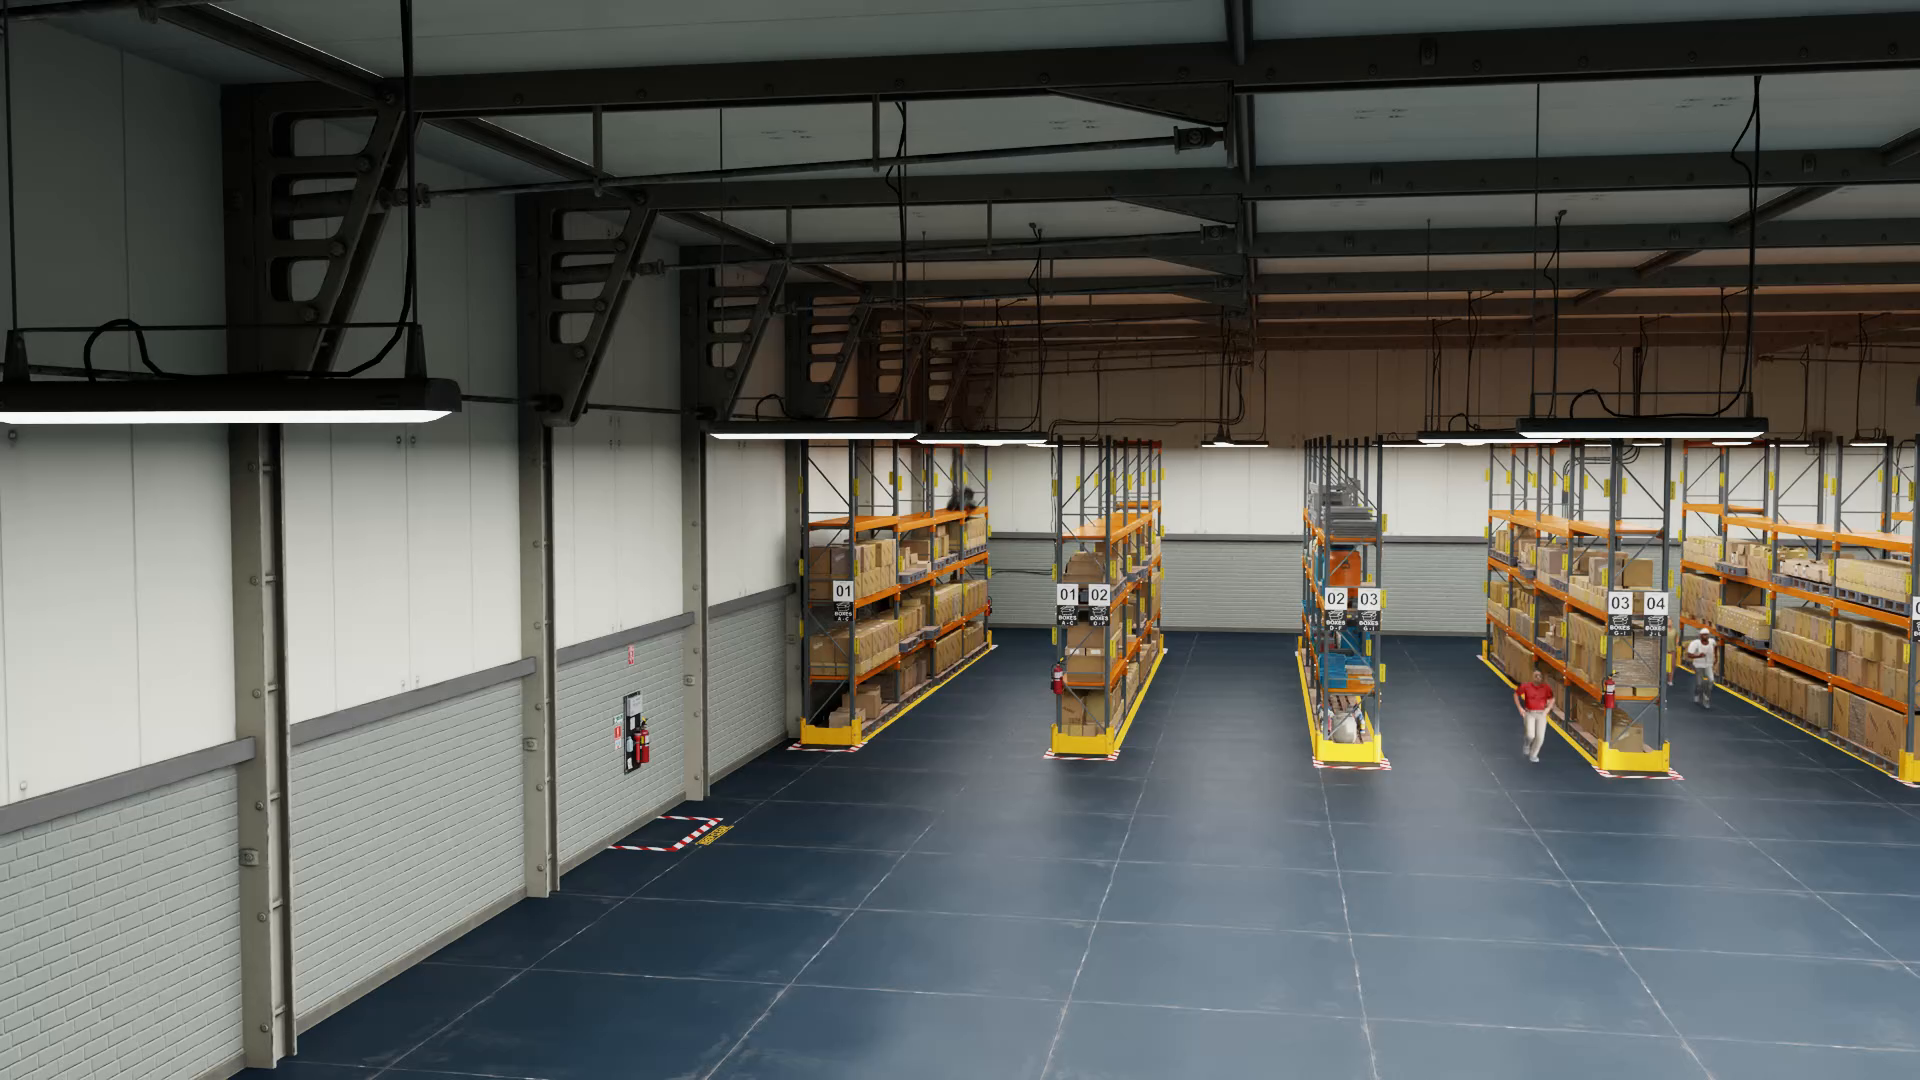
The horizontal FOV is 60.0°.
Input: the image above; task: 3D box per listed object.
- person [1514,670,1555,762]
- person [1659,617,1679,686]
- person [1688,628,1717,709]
[{"bbox_3d":[10.537,3.223,30.466,0.717,1.678,0.544,0,3,7],"label":"person"},{"bbox_3d":[17.288,2.705,40.571,0.579,1.644,0.856,0,3,6],"label":"person"},{"bbox_3d":[16.560,2.846,37.071,0.727,1.796,0.842,0,3,4],"label":"person"}]
